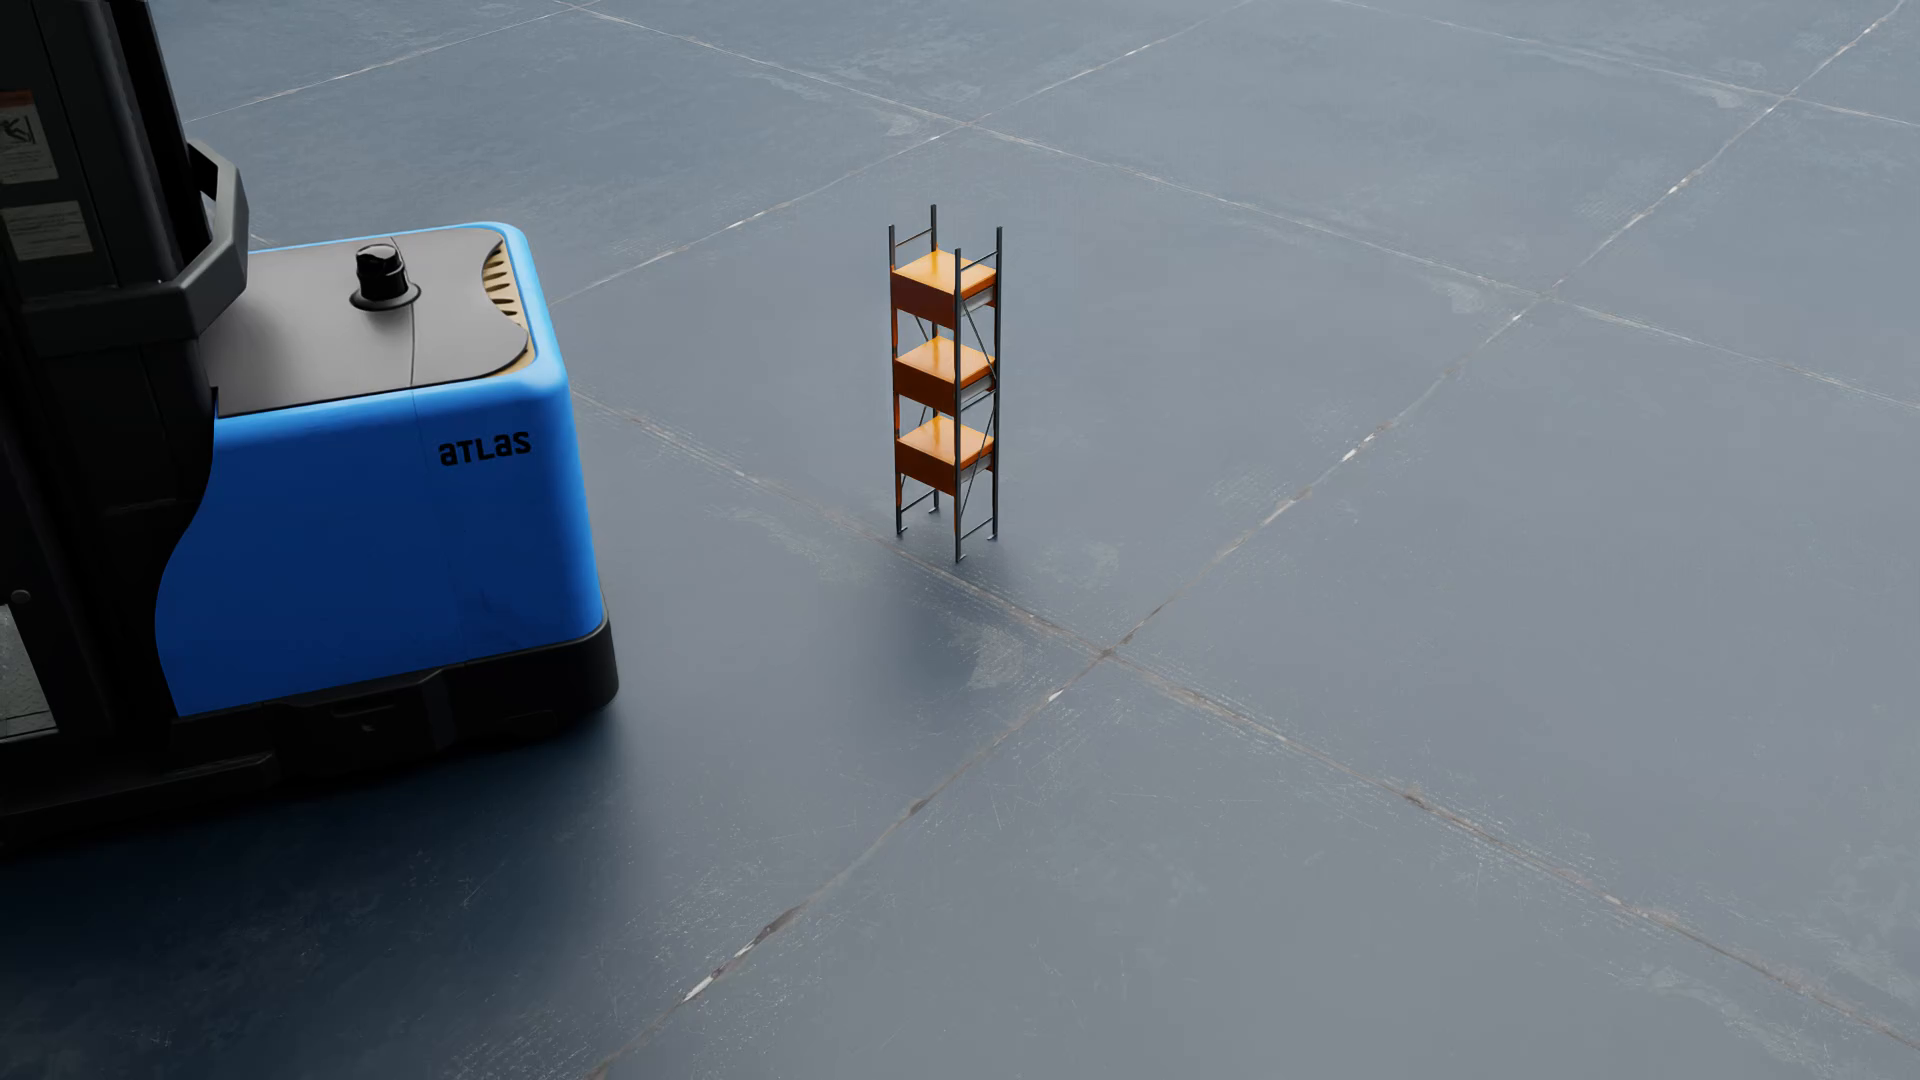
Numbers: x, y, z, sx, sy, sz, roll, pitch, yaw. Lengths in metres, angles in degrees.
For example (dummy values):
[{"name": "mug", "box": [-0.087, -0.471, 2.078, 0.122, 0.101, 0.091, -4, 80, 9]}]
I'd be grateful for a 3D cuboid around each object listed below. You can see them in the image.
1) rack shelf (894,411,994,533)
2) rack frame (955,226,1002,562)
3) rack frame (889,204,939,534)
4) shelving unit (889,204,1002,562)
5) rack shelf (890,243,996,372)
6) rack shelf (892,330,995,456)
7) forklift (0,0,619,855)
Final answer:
[{"name": "rack shelf", "box": [-0.041, -0.214, 5.144, 0.240, 0.259, 0.215, 25, 42, 32]}, {"name": "rack frame", "box": [0.053, -0.408, 4.917, 0.008, 1.050, 0.200, 25, 42, 32]}, {"name": "rack frame", "box": [-0.135, -0.496, 5.045, 0.008, 1.050, 0.200, 25, 42, 32]}, {"name": "shelving unit", "box": [-0.041, -0.452, 4.981, 0.252, 1.050, 0.215, 25, 42, 32]}, {"name": "rack shelf", "box": [-0.041, -0.677, 4.826, 0.240, 0.259, 0.215, 25, 42, 32]}, {"name": "rack shelf", "box": [-0.041, -0.443, 4.987, 0.240, 0.259, 0.215, 25, 42, 32]}, {"name": "forklift", "box": [-2.505, -0.709, 3.693, 3.031, 2.935, 1.130, -11, 36, -15]}]
